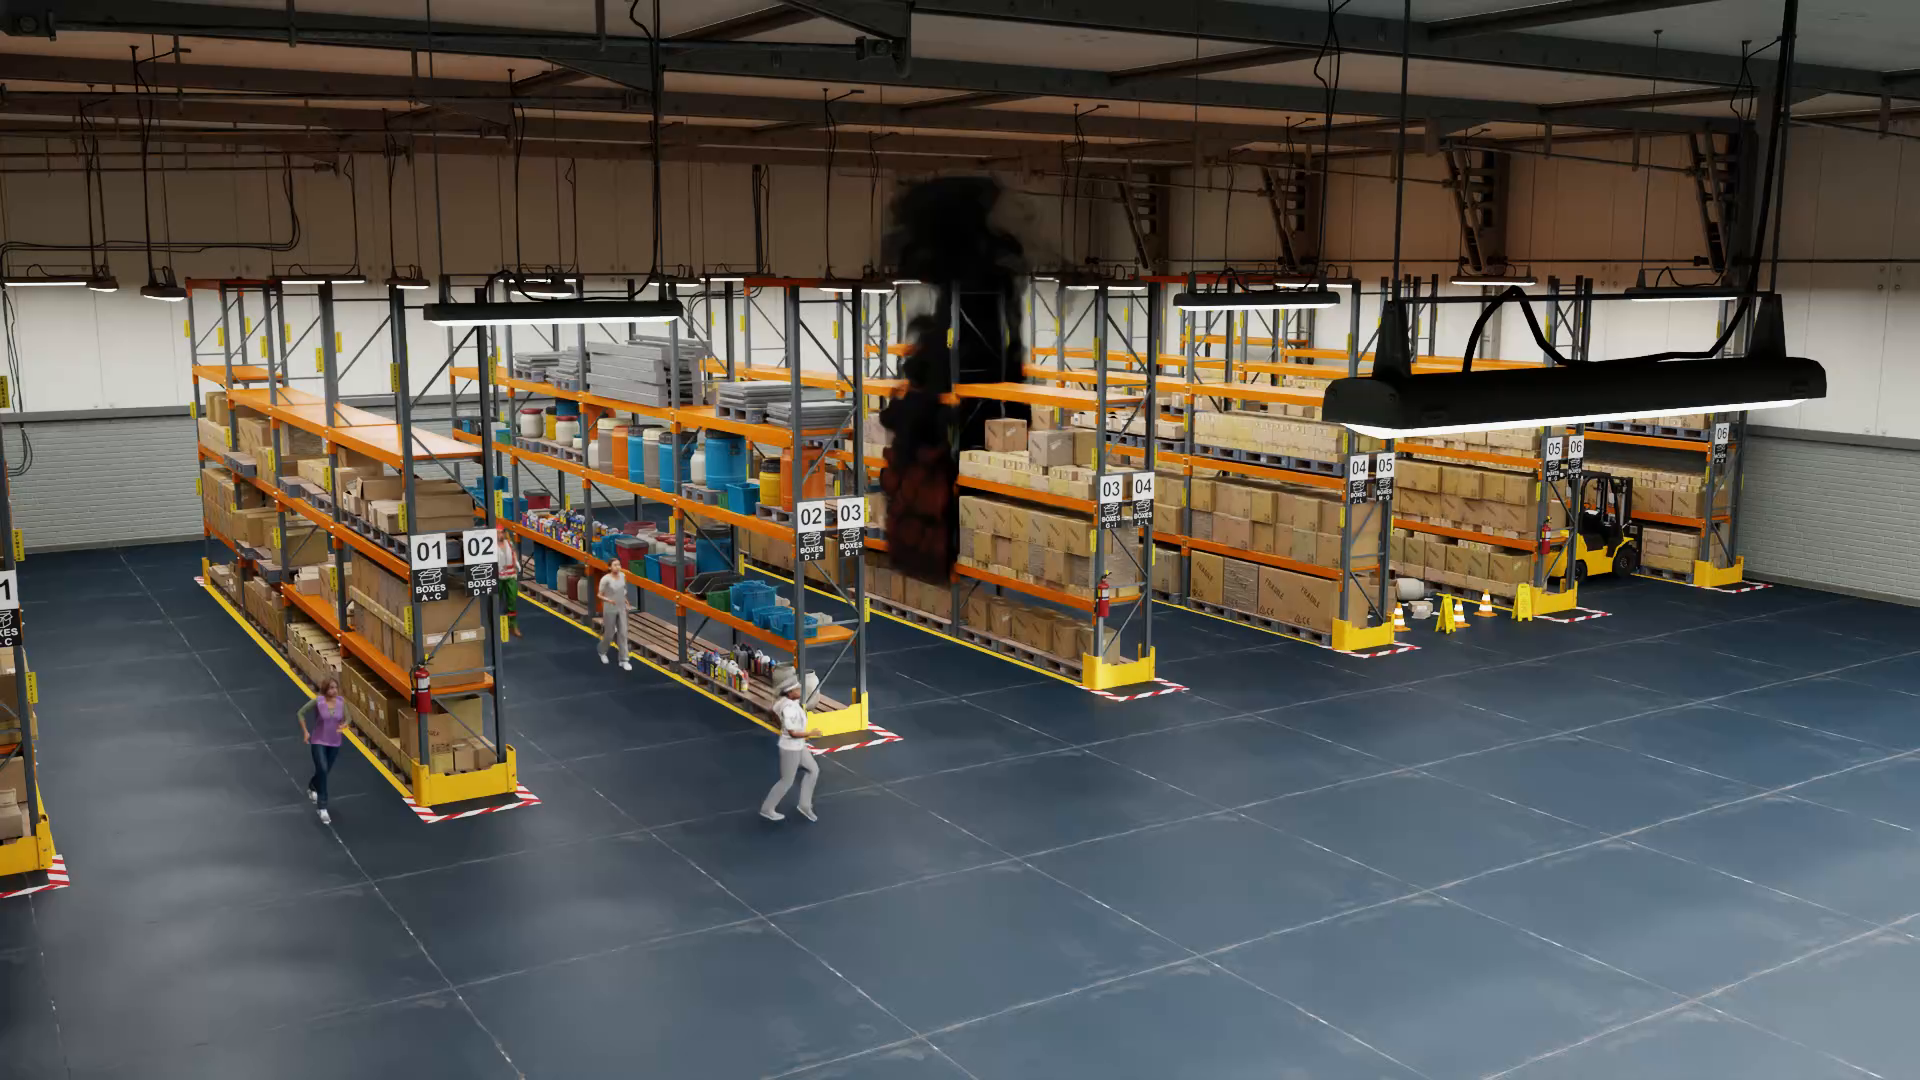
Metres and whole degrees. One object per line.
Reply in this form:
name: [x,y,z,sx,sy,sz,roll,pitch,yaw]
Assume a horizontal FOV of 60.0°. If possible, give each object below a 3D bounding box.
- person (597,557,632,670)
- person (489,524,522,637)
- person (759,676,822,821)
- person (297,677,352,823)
person: [-5.179,1.068,24.896,0.550,1.671,0.855,-8,12,-40]
person: [-7.431,0.636,27.099,0.670,1.799,0.933,-7,12,-37]
person: [-1.912,2.388,18.840,0.713,1.740,0.576,0,10,-1]
person: [-7.314,2.366,19.231,0.555,1.605,0.826,-8,13,-40]
